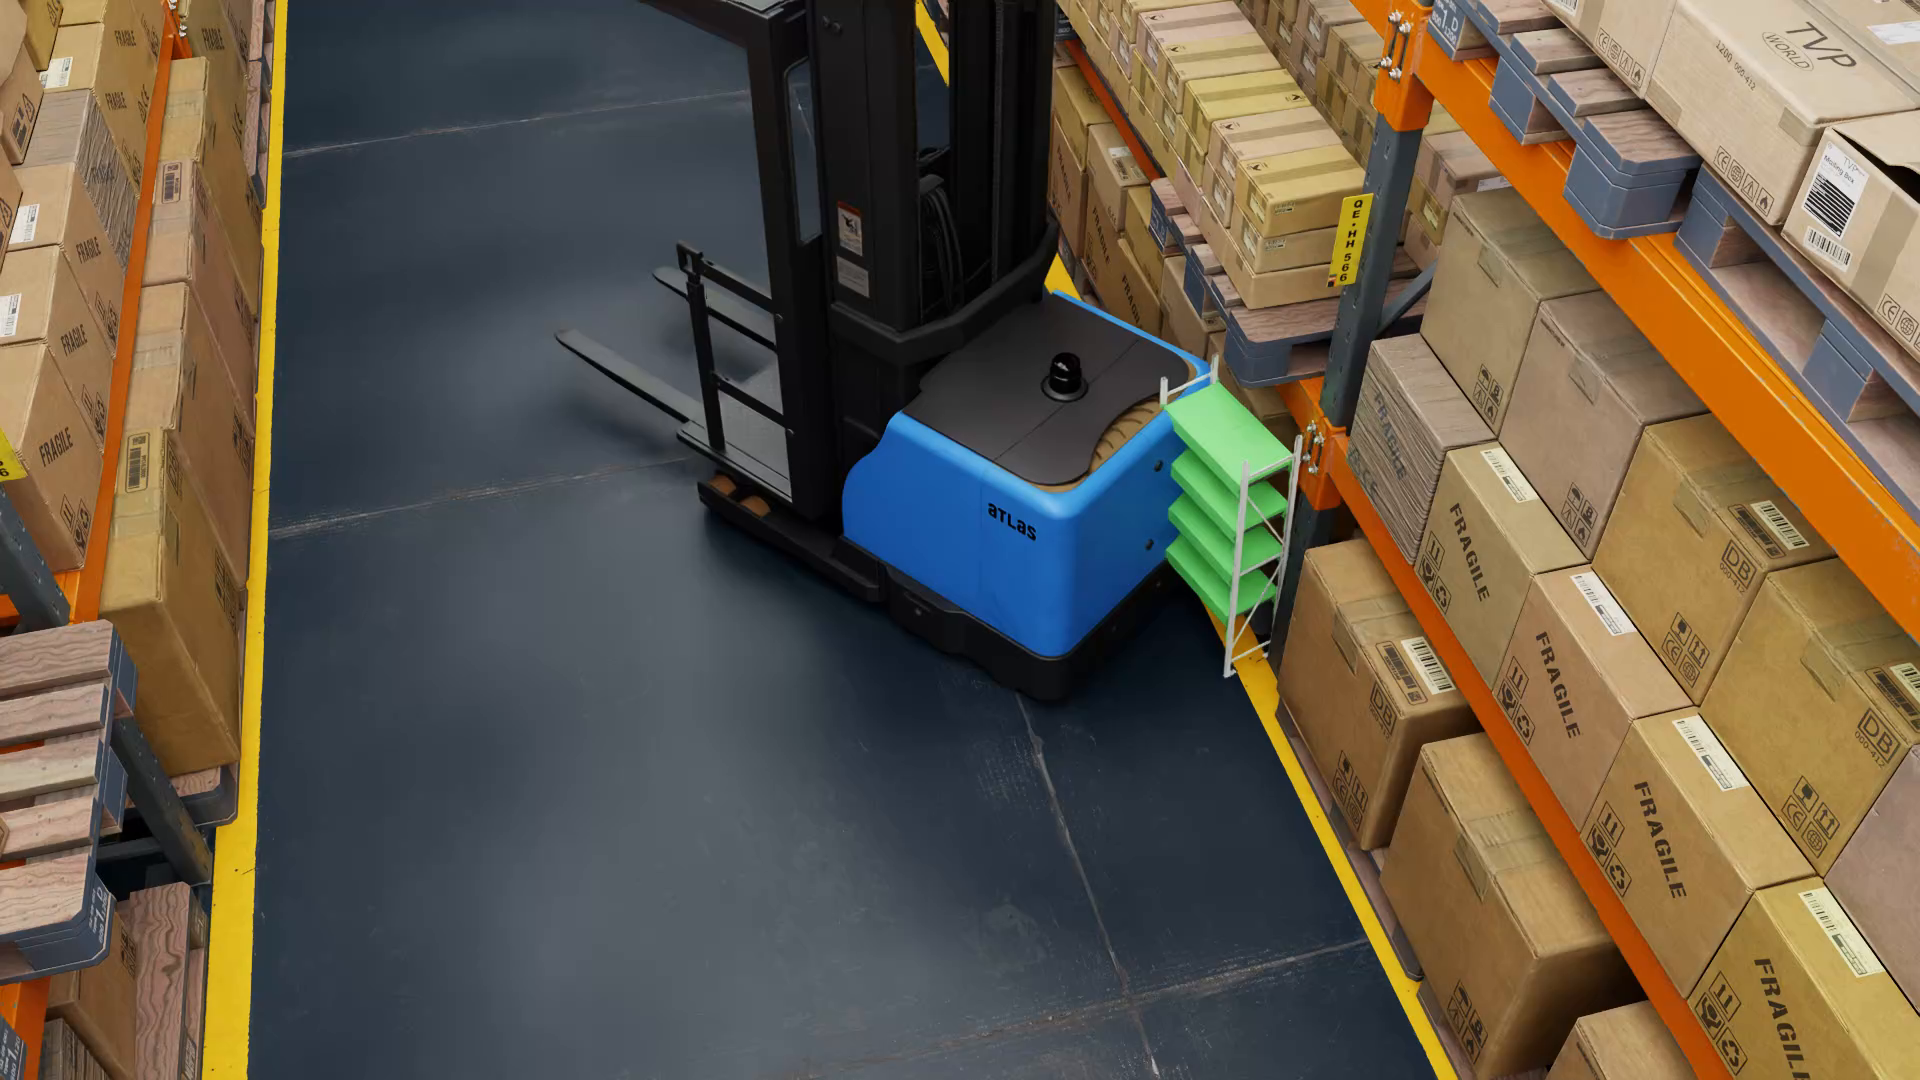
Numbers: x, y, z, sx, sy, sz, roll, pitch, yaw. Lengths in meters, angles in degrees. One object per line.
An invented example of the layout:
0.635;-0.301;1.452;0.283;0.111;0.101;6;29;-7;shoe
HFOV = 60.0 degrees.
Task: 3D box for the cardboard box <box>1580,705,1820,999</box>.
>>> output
1.945;0.736;4.109;0.500;0.500;0.500;-11;47;-11;cardboard box

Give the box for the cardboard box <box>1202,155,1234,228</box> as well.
1.067;-1.237;5.786;0.380;0.149;0.250;-9;46;-9;cardboard box

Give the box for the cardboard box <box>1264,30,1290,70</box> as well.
1.443;-1.952;6.695;0.380;0.149;0.250;-10;46;-10;cardboard box

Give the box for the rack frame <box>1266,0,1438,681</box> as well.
1.704;-0.632;5.520;1.000;3.000;0.127;-11;47;-10;rack frame

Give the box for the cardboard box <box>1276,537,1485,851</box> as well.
1.773;0.446;5.745;1.050;0.750;0.750;-11;47;-11;cardboard box

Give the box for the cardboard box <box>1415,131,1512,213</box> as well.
1.772;-1.257;5.597;0.380;0.149;0.250;-11;47;-10;cardboard box

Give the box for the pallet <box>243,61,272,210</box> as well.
-4.260;-2.120;8.930;1.003;0.211;1.213;-11;47;-10;pallet

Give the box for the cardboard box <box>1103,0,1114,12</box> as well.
0.740;-2.227;6.548;0.380;0.149;0.250;-9;46;-9;cardboard box

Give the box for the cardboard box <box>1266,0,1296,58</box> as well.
1.443;-2.054;6.587;0.380;0.149;0.250;-11;47;-11;cardboard box

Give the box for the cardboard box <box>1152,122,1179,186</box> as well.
0.945;-1.469;6.222;0.380;0.149;0.250;-11;47;-11;cardboard box

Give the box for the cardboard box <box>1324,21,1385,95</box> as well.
1.576;-1.792;6.122;0.380;0.149;0.250;-13;47;-12;cardboard box

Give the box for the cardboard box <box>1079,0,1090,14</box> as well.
0.677;-2.296;6.824;0.380;0.149;0.250;-11;47;-11;cardboard box

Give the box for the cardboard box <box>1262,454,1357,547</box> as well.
1.283;-0.310;6.661;0.500;0.500;0.500;-11;47;-11;cardboard box

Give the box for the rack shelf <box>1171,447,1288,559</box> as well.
0.964;-0.181;6.076;0.258;0.148;0.480;-25;51;-16;rack shelf

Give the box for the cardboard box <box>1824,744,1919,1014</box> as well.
2.332;0.699;3.445;0.700;0.500;0.500;-10;46;-10;cardboard box

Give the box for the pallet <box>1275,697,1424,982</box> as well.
1.833;0.902;5.969;1.003;0.211;1.213;-11;47;-10;pallet

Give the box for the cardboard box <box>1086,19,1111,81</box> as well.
0.737;-2.021;6.763;0.380;0.149;0.250;-13;47;-12;cardboard box

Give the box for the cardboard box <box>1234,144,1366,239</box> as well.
1.135;-1.154;5.496;0.380;0.149;0.250;-12;47;-12;cardboard box

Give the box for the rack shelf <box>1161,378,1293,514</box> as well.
0.949;-0.339;5.896;0.258;0.148;0.480;-25;51;-16;rack shelf

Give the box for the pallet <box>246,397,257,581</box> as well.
-3.555;-0.217;7.066;1.003;0.211;1.213;-11;47;-10;pallet

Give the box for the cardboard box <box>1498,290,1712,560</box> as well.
1.940;-0.356;4.479;0.700;0.500;0.500;-11;47;-11;cardboard box

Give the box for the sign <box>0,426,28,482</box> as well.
-2.595;-0.278;4.418;0.100;0.325;0.005;-11;47;-10;sign

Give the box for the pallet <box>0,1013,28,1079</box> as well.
-2.570;1.632;3.436;1.003;0.211;1.213;-11;47;-10;pallet

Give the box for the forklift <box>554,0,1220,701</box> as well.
-0.483;-1.311;6.234;3.031;2.935;1.130;31;53;26;forklift

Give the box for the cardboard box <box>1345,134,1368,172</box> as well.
1.646;-1.408;6.162;0.380;0.149;0.250;-9;46;-8;cardboard box

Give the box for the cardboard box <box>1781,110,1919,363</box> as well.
1.936;-0.592;3.079;0.500;0.311;0.500;-11;47;-11;cardboard box

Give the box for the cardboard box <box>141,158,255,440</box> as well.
-3.728;-0.905;6.981;1.225;0.875;0.875;-12;47;-12;cardboard box

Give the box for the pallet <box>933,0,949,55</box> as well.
0.474;-2.875;9.670;1.003;0.211;1.213;-11;47;-10;pallet

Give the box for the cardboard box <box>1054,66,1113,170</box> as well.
0.752;-2.002;7.794;0.500;0.250;0.500;-10;46;-9;cardboard box

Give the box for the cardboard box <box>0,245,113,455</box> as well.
-3.112;-0.571;5.390;0.500;0.500;0.500;-12;47;-11;cardboard box

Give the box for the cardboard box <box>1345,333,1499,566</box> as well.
1.558;-0.307;5.132;0.500;0.500;0.500;-10;46;-10;cardboard box

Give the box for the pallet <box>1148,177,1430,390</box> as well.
1.418;-1.037;6.051;1.213;0.211;1.003;-11;47;-10;pallet

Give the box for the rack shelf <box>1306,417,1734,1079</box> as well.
2.216;1.001;4.423;1.077;0.370;4.000;-11;47;-10;rack shelf

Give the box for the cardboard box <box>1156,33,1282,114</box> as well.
0.934;-1.692;6.024;0.380;0.149;0.250;-9;46;-9;cardboard box

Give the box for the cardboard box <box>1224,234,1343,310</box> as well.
1.133;-0.947;5.711;0.380;0.149;0.250;-10;46;-10;cardboard box

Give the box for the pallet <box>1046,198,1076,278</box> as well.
0.880;-1.880;8.695;1.003;0.211;1.213;-11;47;-10;pallet

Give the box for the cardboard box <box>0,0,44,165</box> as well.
-3.631;-1.601;5.697;0.797;0.503;0.637;-9;46;-9;cardboard box

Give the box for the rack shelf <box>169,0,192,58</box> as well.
-4.653;-3.685;9.016;1.077;0.370;4.000;-11;47;-10;rack shelf

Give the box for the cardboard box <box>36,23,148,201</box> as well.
-3.497;-1.616;6.414;0.500;0.500;0.500;-11;47;-11;cardboard box

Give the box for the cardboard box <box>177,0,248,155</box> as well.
-4.232;-2.430;8.475;0.875;0.875;0.875;-11;47;-10;cardboard box

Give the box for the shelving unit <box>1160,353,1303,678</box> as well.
0.975;-0.065;6.208;0.258;1.200;0.503;-25;51;-16;shelving unit

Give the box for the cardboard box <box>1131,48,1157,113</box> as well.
0.872;-1.763;6.302;0.380;0.149;0.250;-11;47;-11;cardboard box

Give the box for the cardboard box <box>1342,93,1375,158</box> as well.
1.631;-1.536;6.079;0.380;0.149;0.250;-12;47;-12;cardboard box

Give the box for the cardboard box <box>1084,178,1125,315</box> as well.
0.897;-1.383;7.712;0.500;0.500;0.500;-10;46;-10;cardboard box

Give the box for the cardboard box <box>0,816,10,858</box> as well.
-2.700;0.756;3.796;0.700;0.500;0.500;-4;46;-4;cardboard box

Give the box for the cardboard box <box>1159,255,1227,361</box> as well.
1.135;-0.937;6.750;0.500;0.250;0.500;-10;46;-10;cardboard box
